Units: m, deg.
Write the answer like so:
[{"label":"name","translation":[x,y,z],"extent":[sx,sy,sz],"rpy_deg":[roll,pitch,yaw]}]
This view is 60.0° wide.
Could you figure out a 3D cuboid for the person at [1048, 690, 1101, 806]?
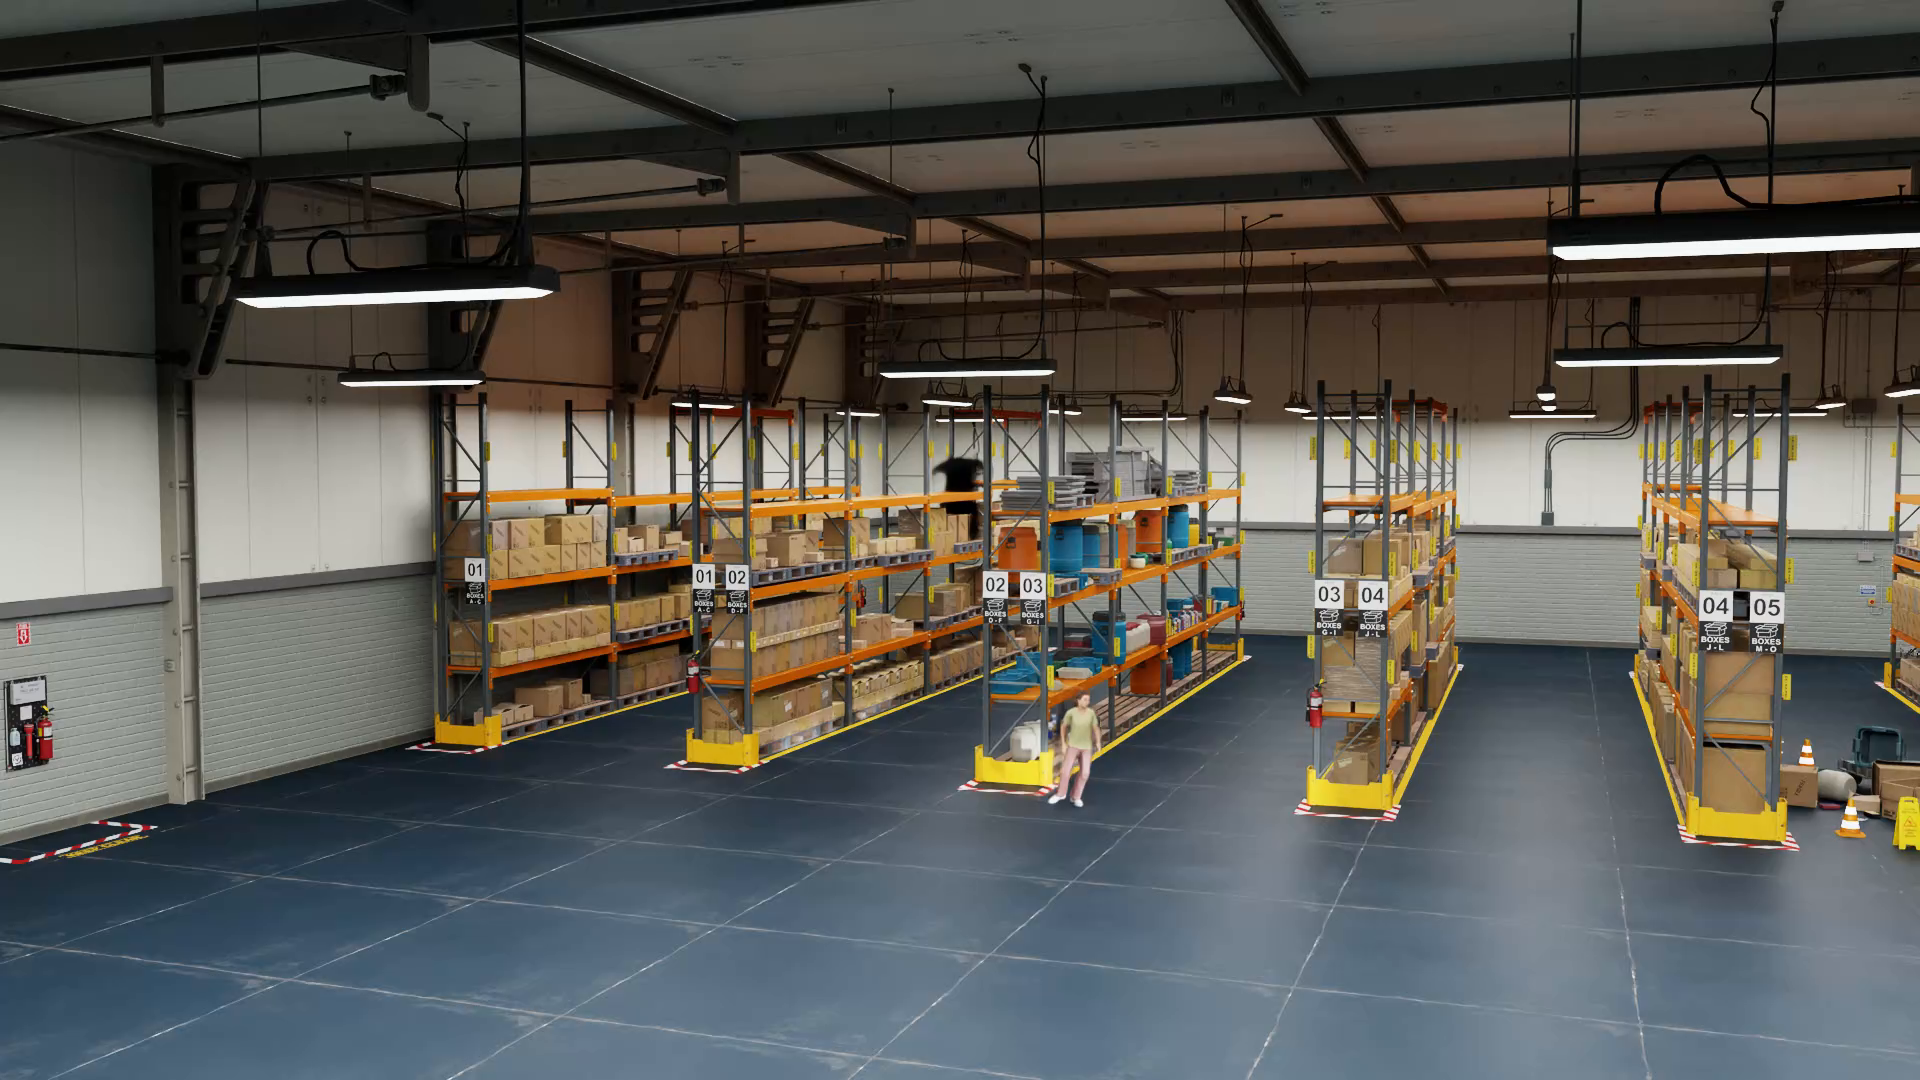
[{"label":"person","translation":[1.619,2.944,23.413],"extent":[0.714,1.658,0.561],"rpy_deg":[-1,3,-15]}]

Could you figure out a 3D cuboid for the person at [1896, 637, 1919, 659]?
[{"label":"person","translation":[20.671,2.252,36.003],"extent":[0.793,1.710,0.706],"rpy_deg":[1,3,20]}]
